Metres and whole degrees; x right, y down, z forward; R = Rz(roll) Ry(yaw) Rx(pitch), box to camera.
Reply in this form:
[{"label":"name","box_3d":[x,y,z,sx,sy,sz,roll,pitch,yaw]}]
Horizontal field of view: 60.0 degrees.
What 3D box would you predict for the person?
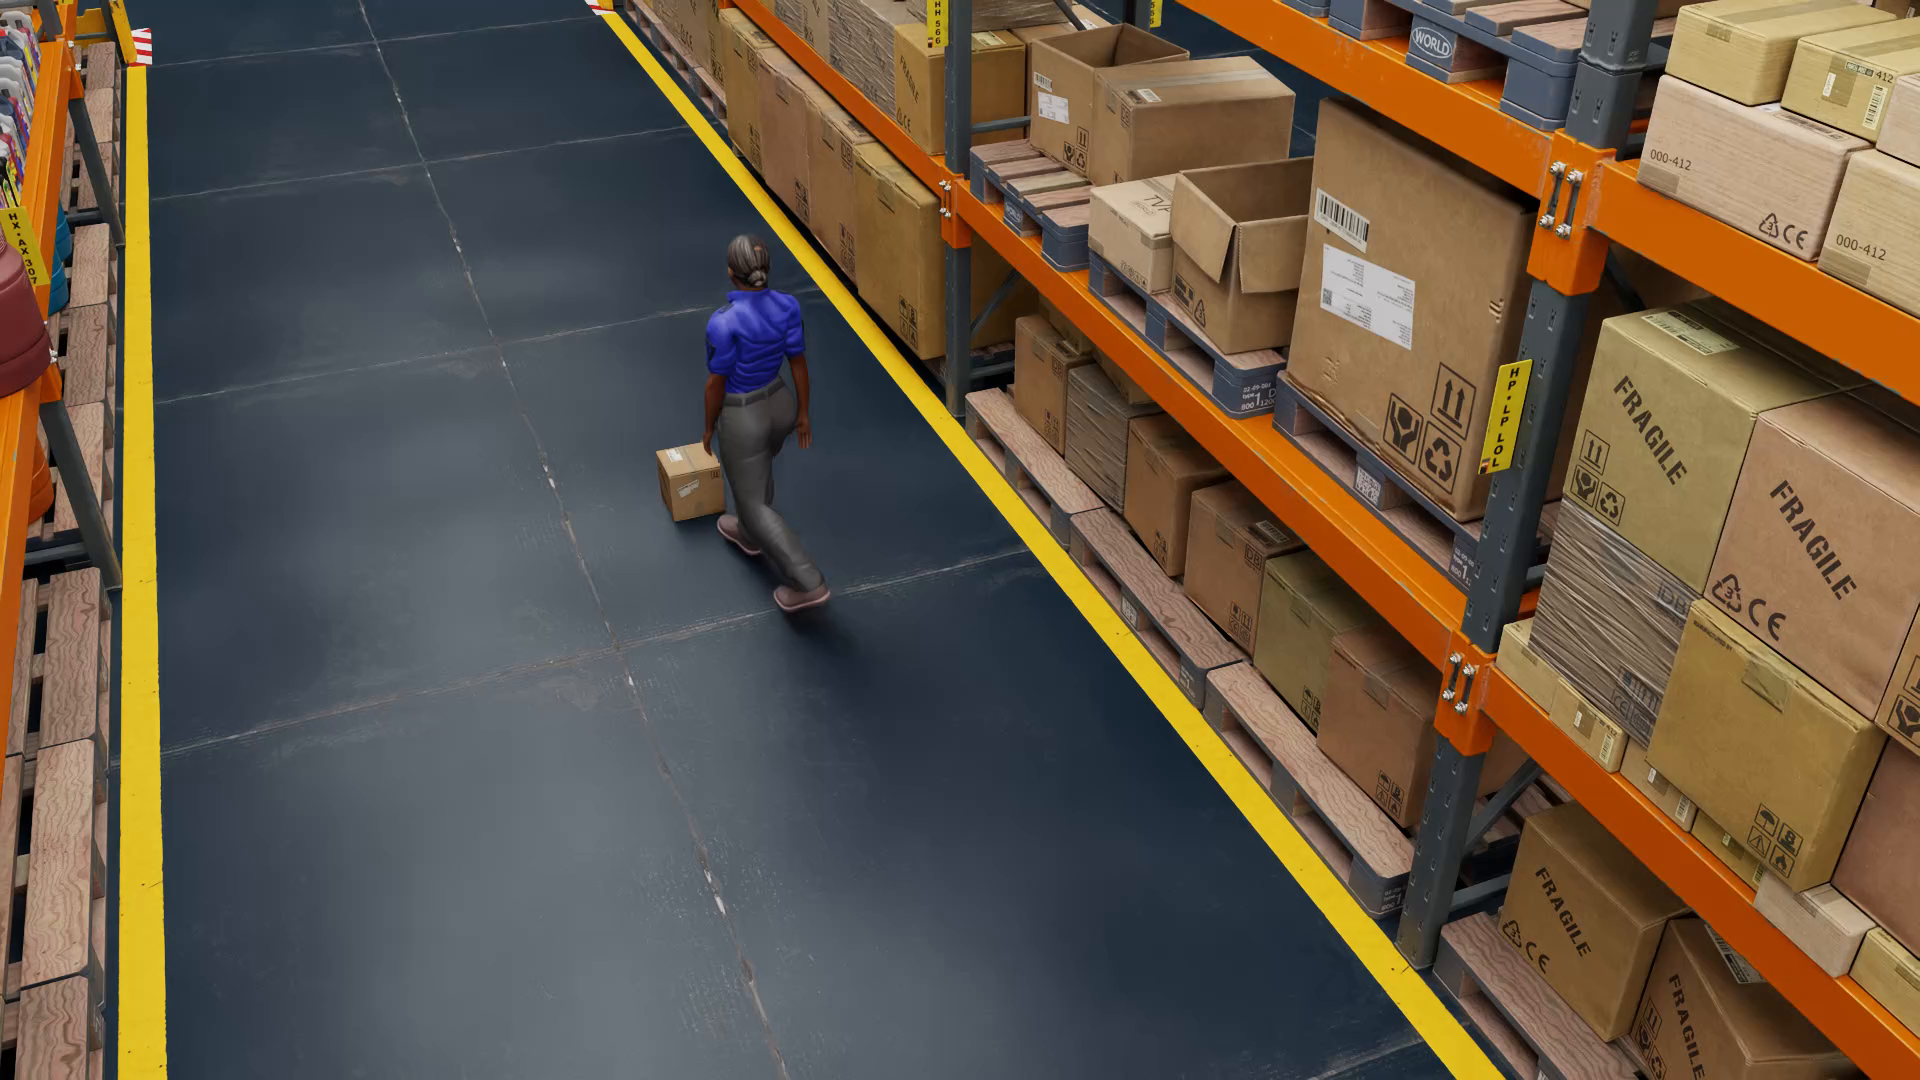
[{"label":"person","box_3d":[-0.796,-0.509,6.852,0.737,1.571,0.430,25,41,33]}]
